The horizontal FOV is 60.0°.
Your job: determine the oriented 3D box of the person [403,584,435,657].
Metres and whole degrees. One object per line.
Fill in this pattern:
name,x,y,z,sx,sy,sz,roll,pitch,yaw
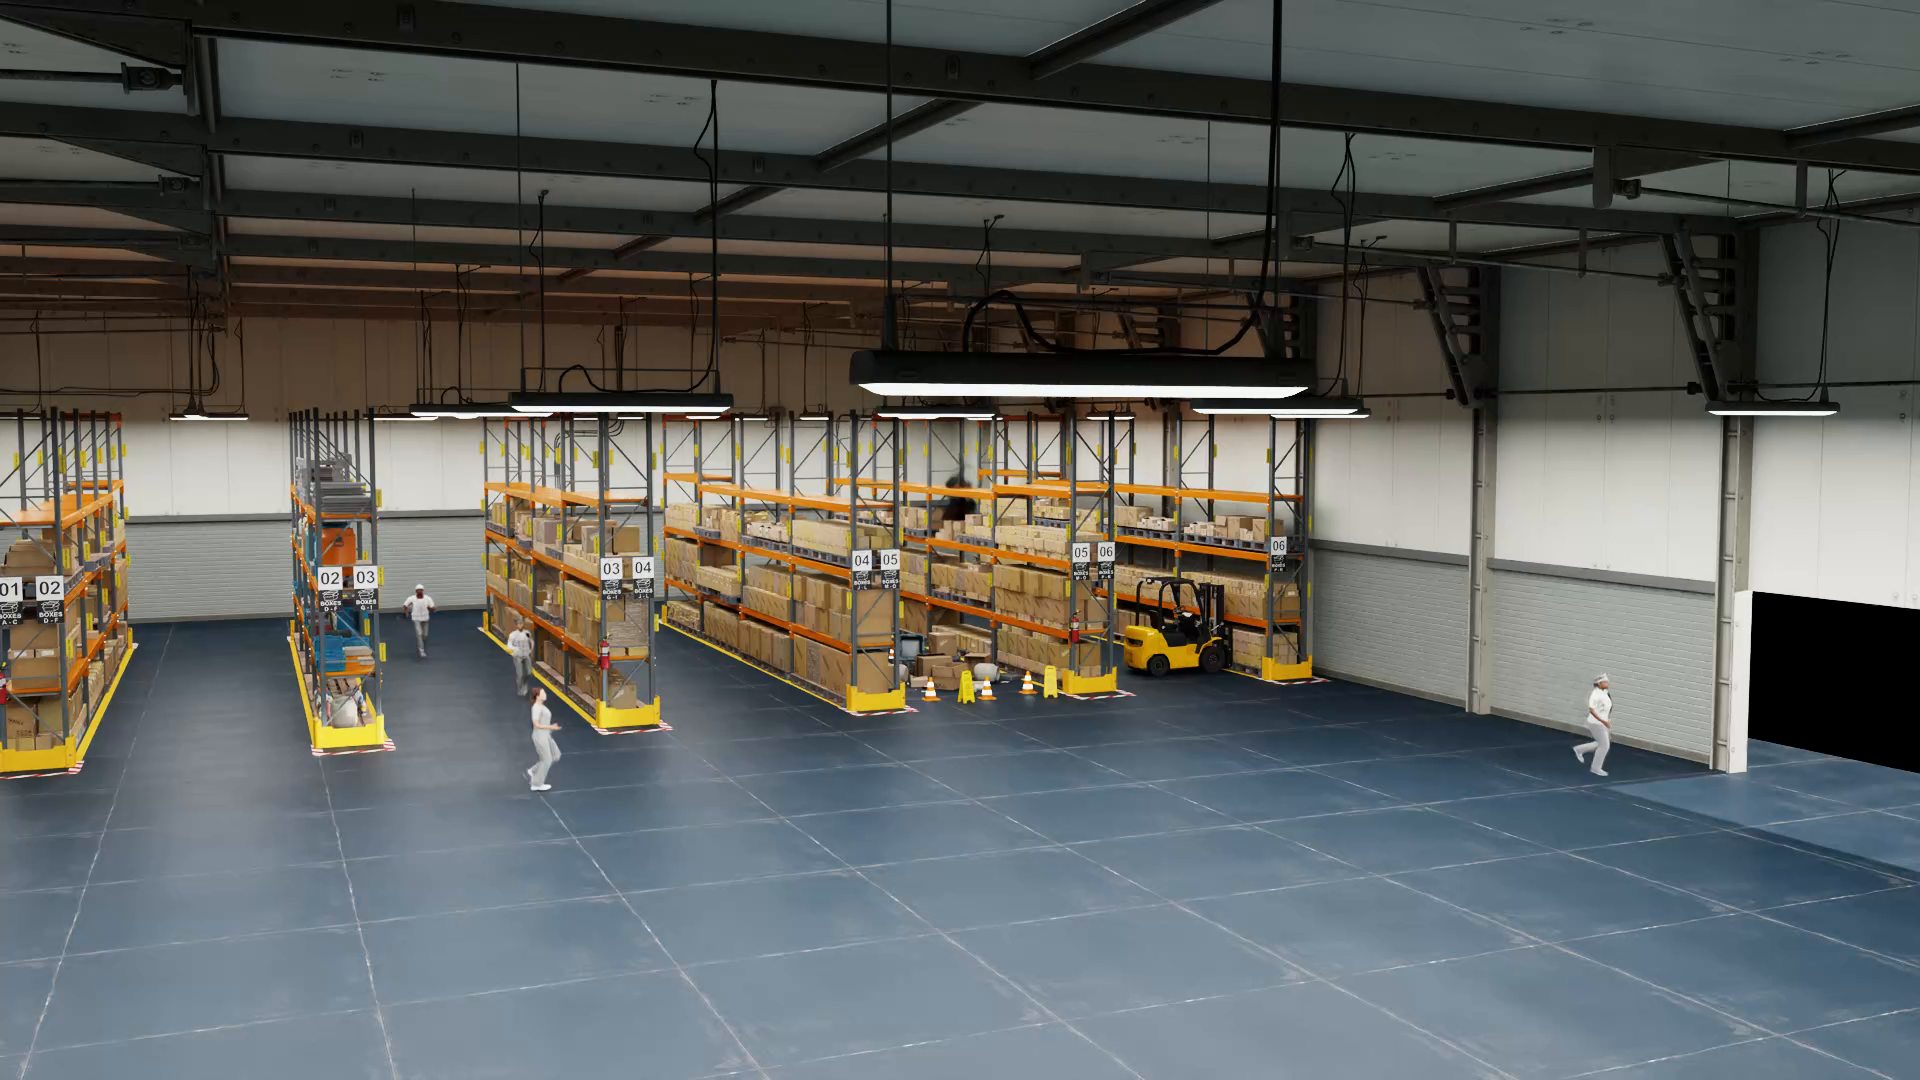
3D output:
person,-13.256,1.959,40.859,0.706,1.745,0.986,-3,5,-34

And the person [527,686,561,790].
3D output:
person,-6.482,3.085,25.935,0.564,1.625,0.557,0,4,-4

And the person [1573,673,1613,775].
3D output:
person,10.376,2.998,27.212,0.599,1.677,0.555,3,5,35

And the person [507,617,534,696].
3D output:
person,-9.174,2.445,34.902,0.605,1.654,0.532,-2,5,-31
